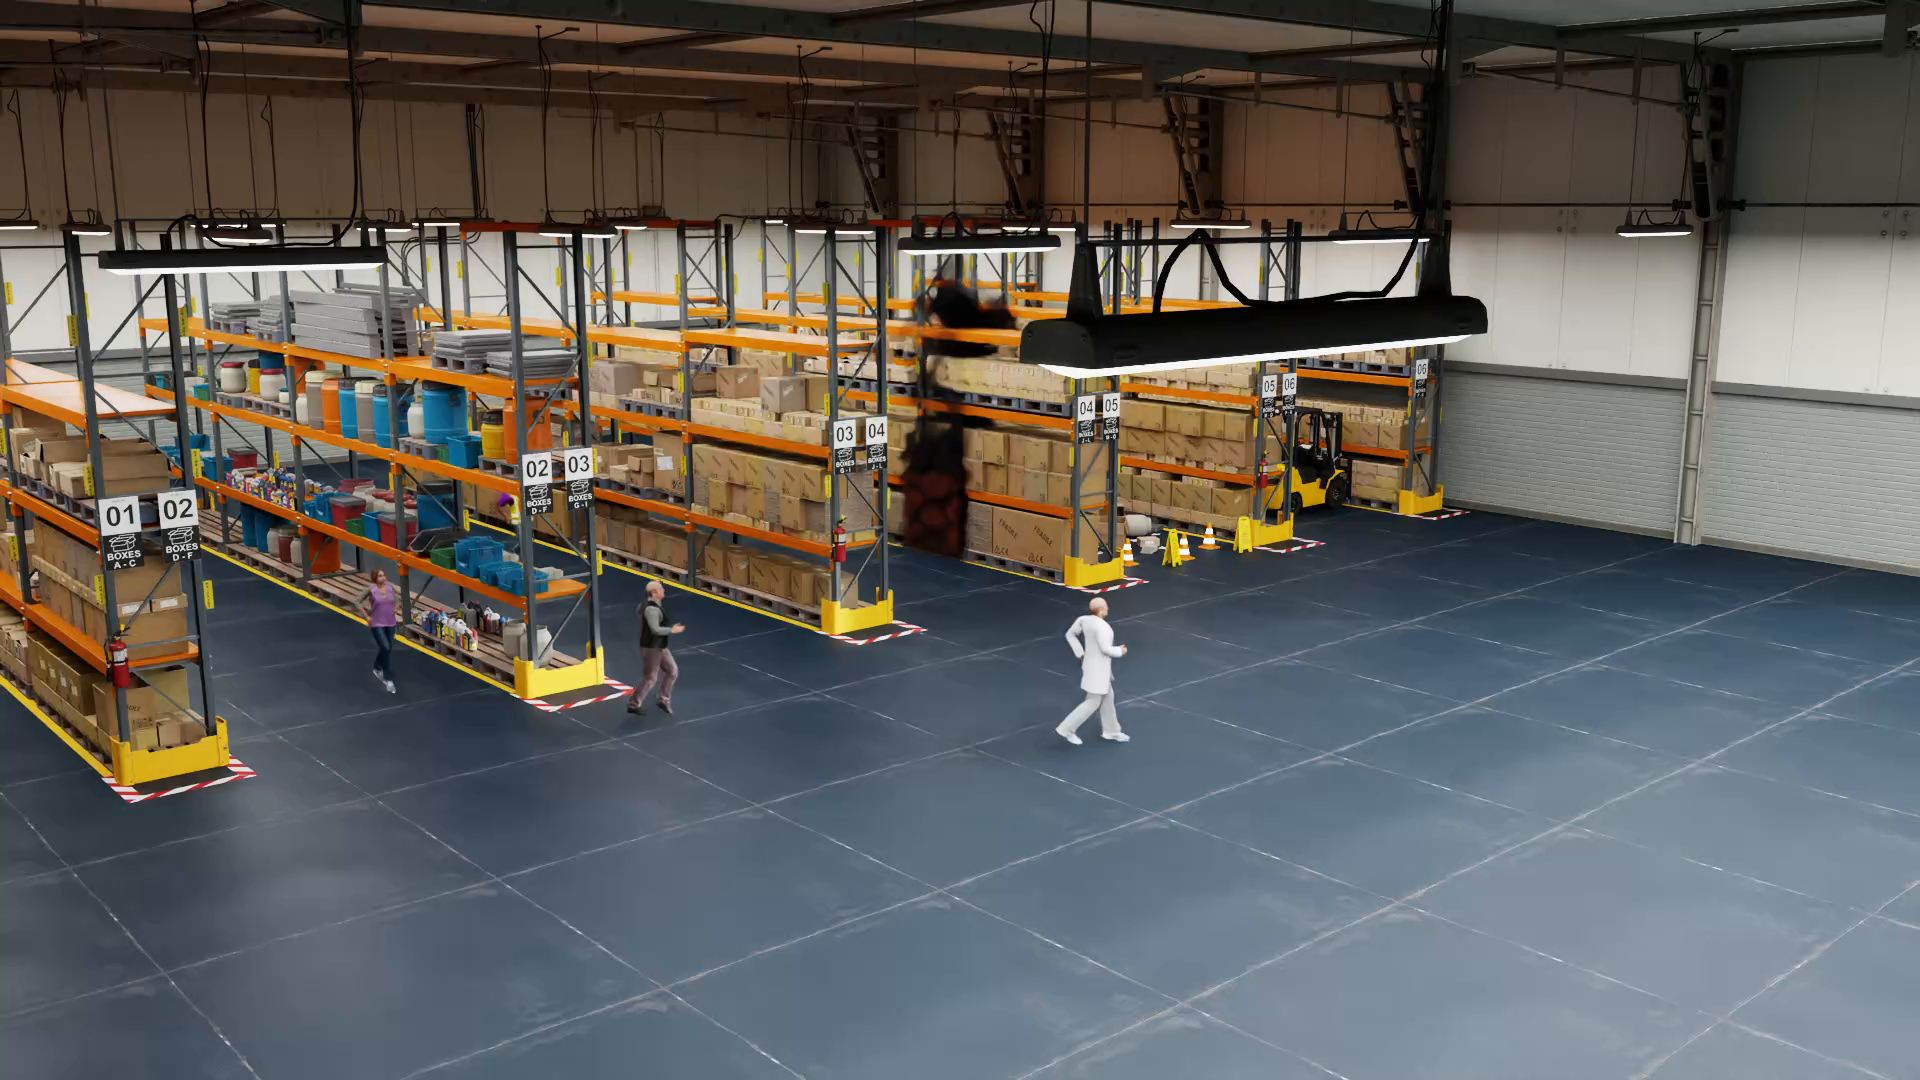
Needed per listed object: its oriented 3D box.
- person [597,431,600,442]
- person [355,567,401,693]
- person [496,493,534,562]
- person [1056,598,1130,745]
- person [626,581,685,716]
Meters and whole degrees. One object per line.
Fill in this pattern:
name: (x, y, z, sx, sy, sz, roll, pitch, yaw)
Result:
person: (-7.679, -1.420, 34.646, 0.667, 1.744, 0.759, -10, 15, -40)
person: (-7.654, 1.170, 22.034, 0.698, 1.621, 0.521, 10, 15, 41)
person: (-7.601, -0.291, 28.827, 0.954, 1.747, 0.711, 9, 15, 38)
person: (1.590, 1.566, 19.602, 0.985, 1.801, 0.698, -3, 12, -16)
person: (-3.806, 1.390, 20.771, 0.751, 1.803, 0.674, -1, 11, -7)
